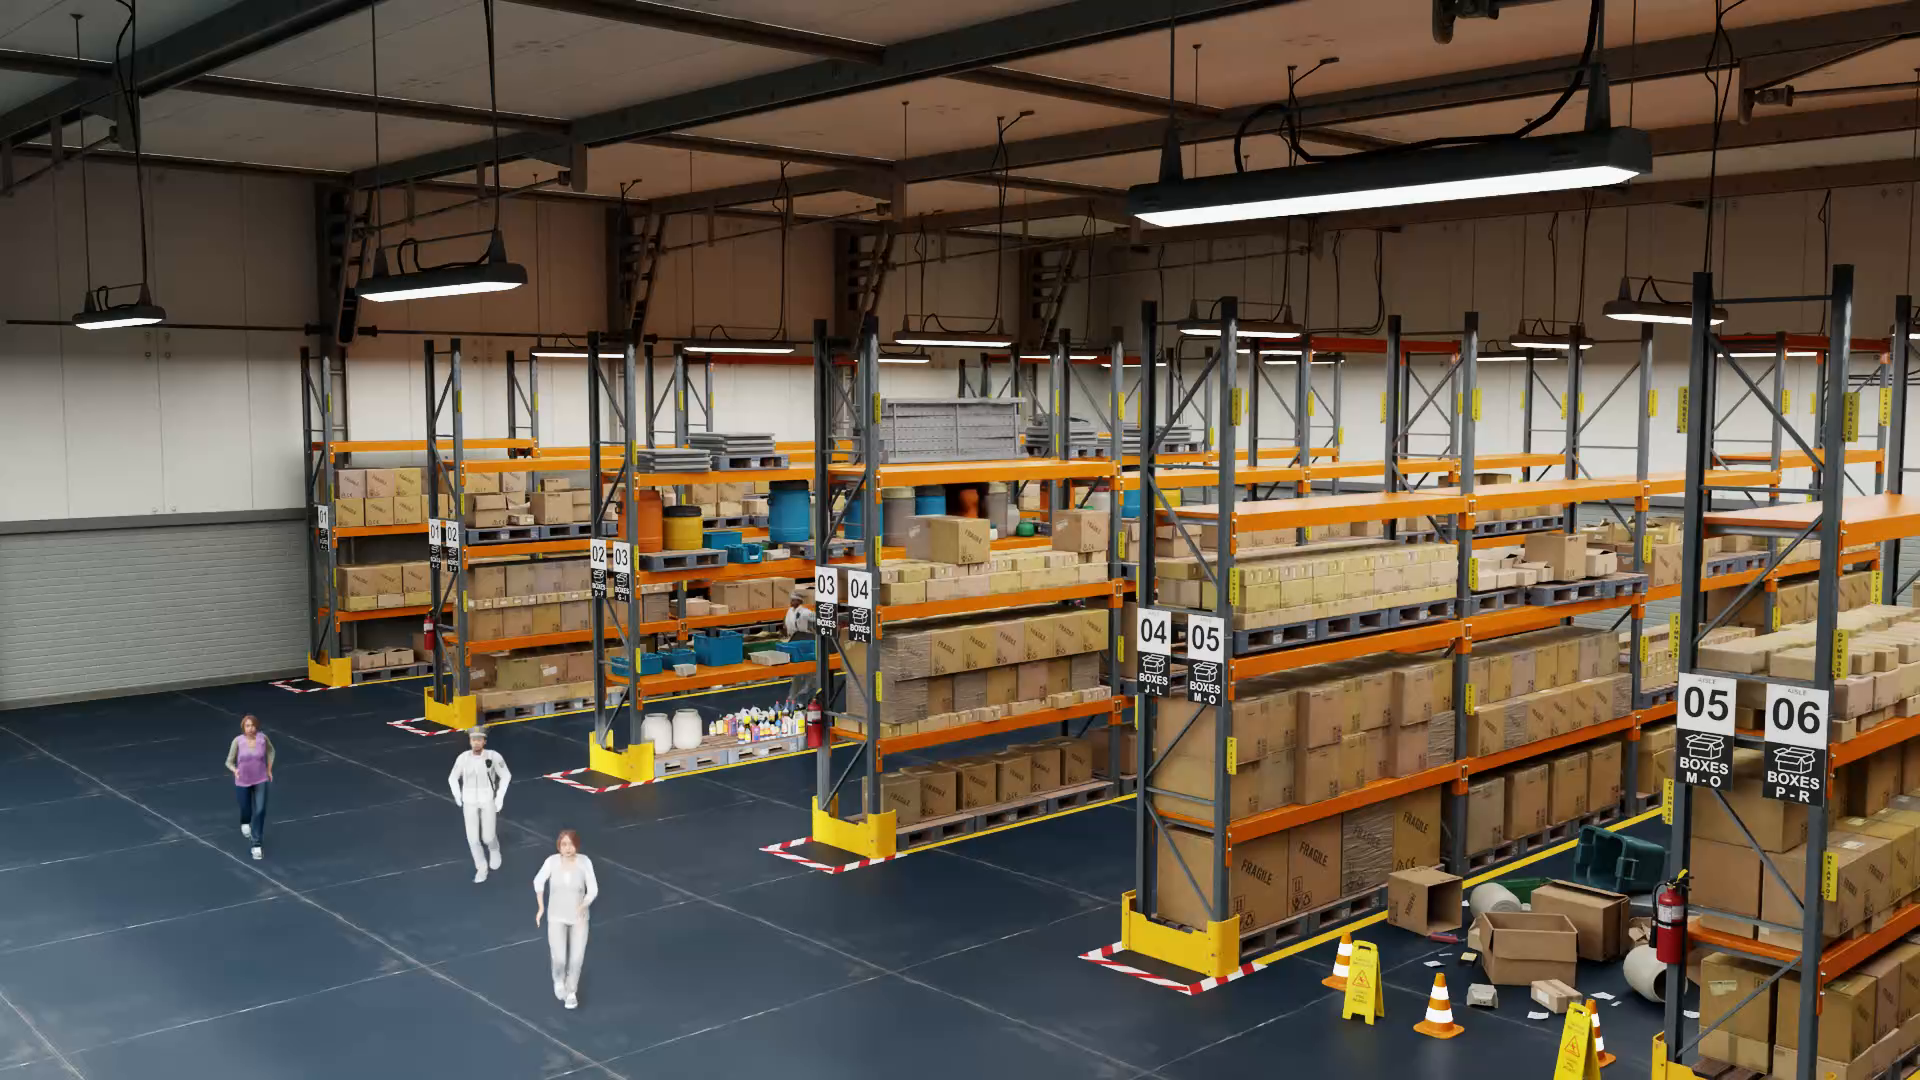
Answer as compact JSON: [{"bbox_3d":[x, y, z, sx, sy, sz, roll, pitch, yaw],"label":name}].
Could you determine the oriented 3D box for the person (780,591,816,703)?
[{"bbox_3d":[-2.579,1.689,26.693,0.596,1.774,0.732,5,7,44],"label":"person"}]

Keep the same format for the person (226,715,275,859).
[{"bbox_3d":[-7.985,2.737,18.745,0.525,1.589,0.809,-3,6,-27],"label":"person"}]

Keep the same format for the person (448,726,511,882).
[{"bbox_3d":[-5.116,2.785,17.689,0.639,1.664,0.546,0,5,-5],"label":"person"}]

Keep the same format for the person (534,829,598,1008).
[{"bbox_3d":[-3.271,3.170,13.836,0.515,1.556,0.629,-1,5,-15],"label":"person"}]
